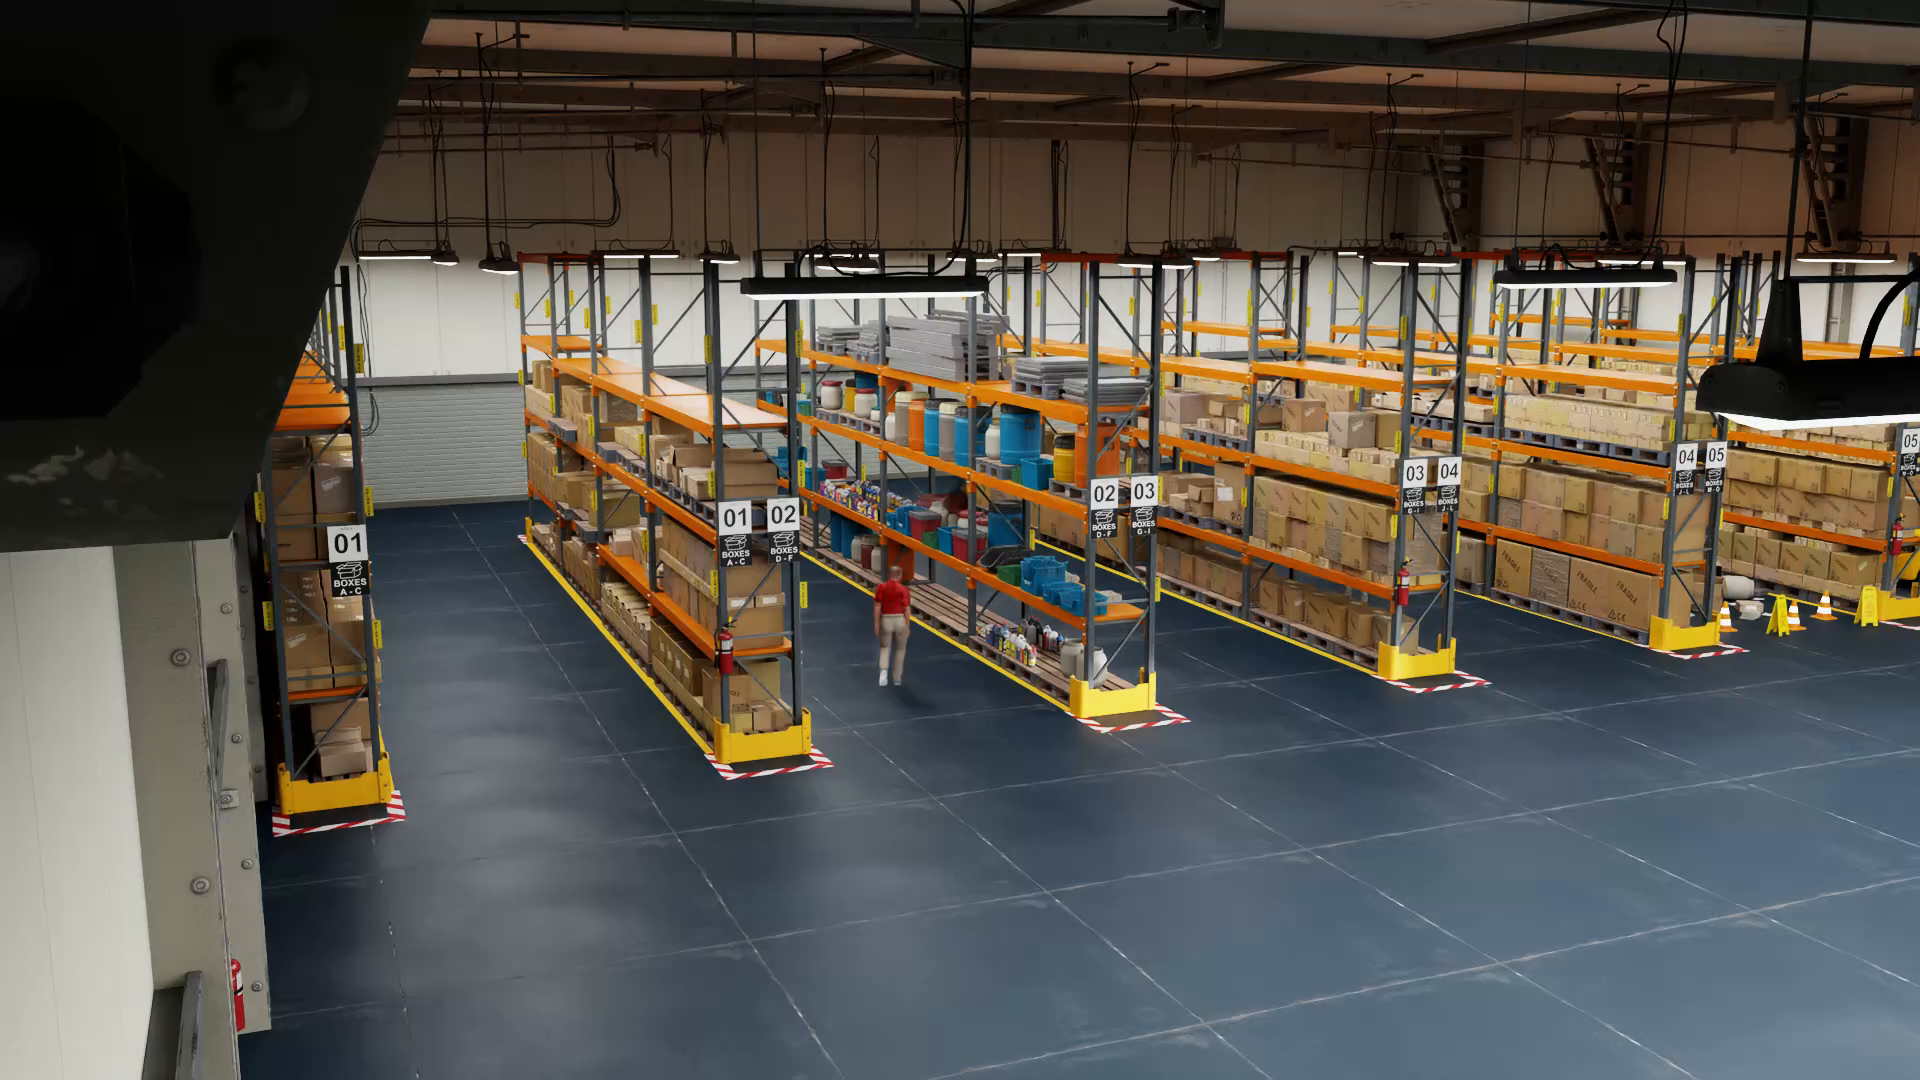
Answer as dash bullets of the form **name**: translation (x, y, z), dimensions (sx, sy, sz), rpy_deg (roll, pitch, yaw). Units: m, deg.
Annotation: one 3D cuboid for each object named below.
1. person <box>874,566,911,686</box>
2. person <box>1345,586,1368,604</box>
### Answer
- **person**: translation (-0.960, 1.219, 23.511), dimensions (0.545, 1.720, 0.550), rpy_deg (2, 11, 11)
- **person**: translation (6.869, 0.305, 28.656), dimensions (0.509, 1.693, 0.361), rpy_deg (6, 12, 32)
